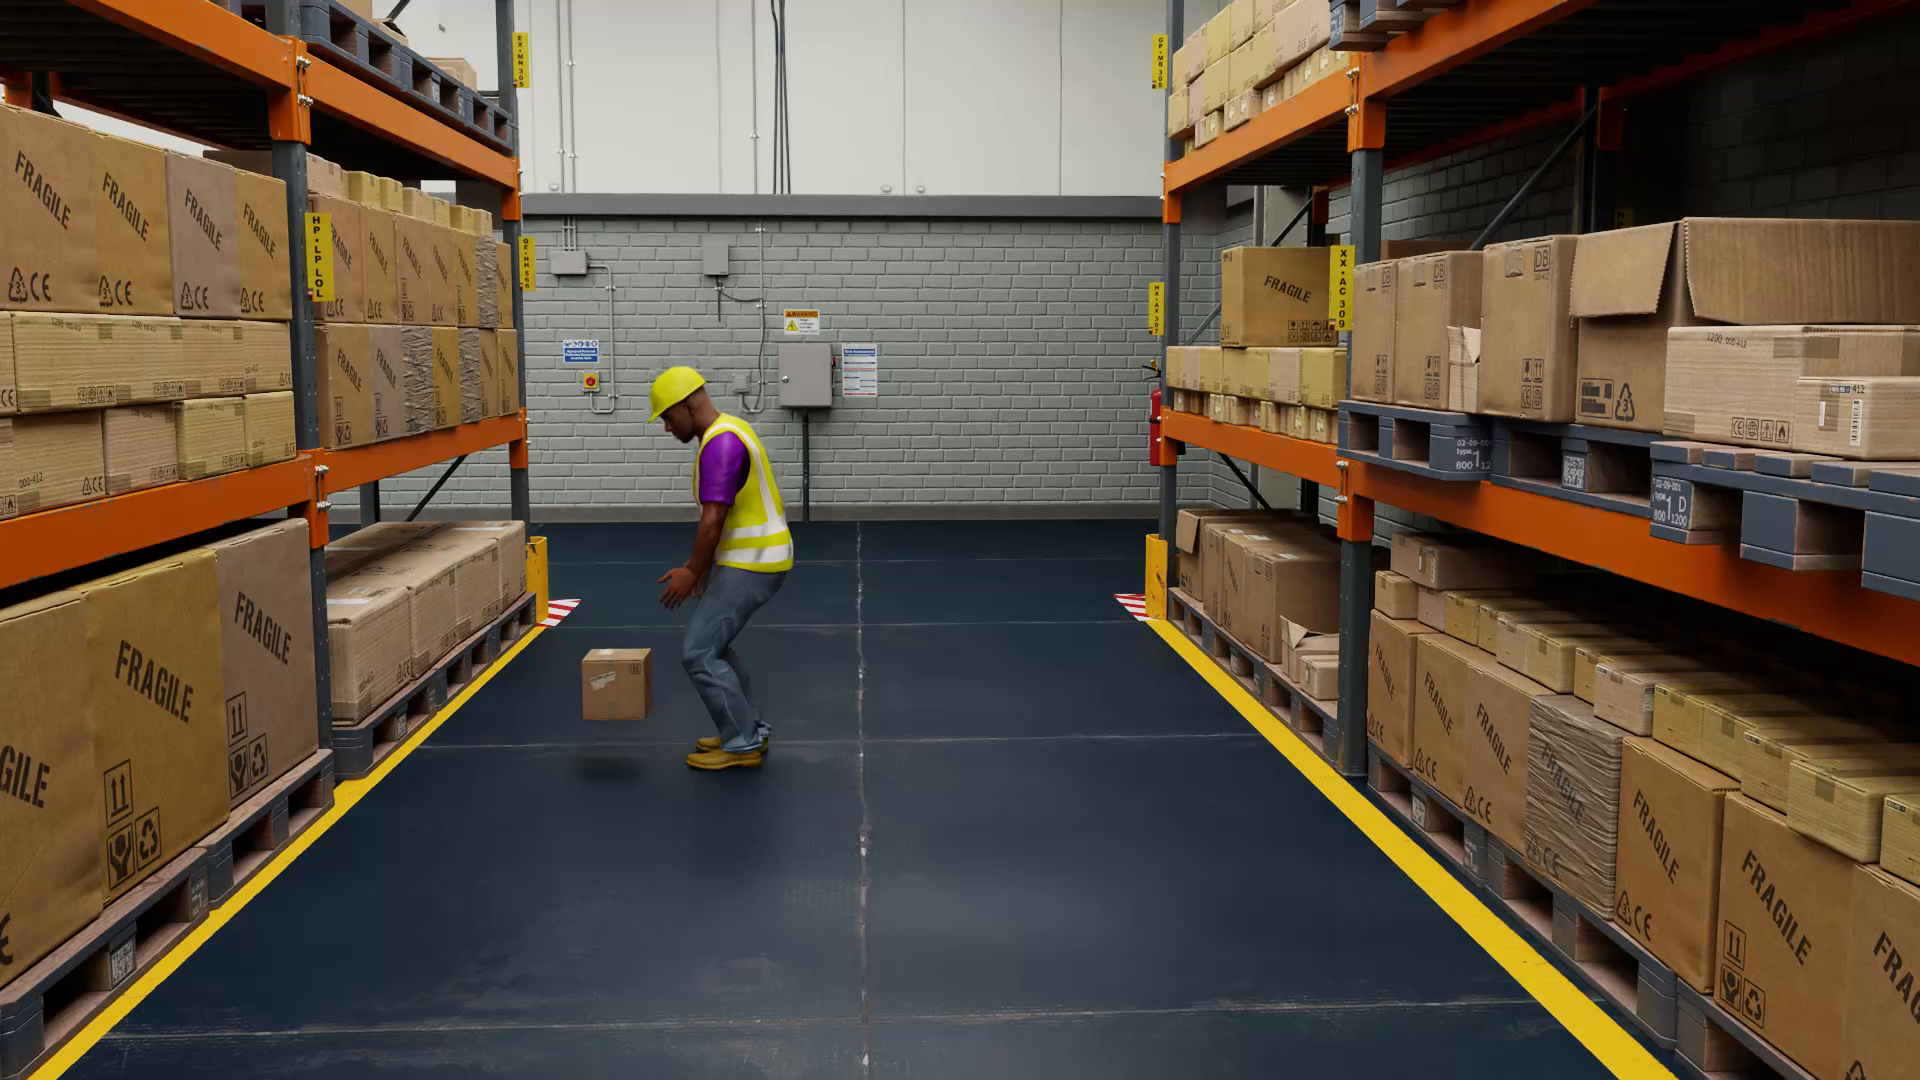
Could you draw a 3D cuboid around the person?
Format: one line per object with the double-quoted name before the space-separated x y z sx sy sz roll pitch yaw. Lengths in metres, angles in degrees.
"person" -0.974 0.108 6.806 0.576 1.633 0.613 0 7 -3
